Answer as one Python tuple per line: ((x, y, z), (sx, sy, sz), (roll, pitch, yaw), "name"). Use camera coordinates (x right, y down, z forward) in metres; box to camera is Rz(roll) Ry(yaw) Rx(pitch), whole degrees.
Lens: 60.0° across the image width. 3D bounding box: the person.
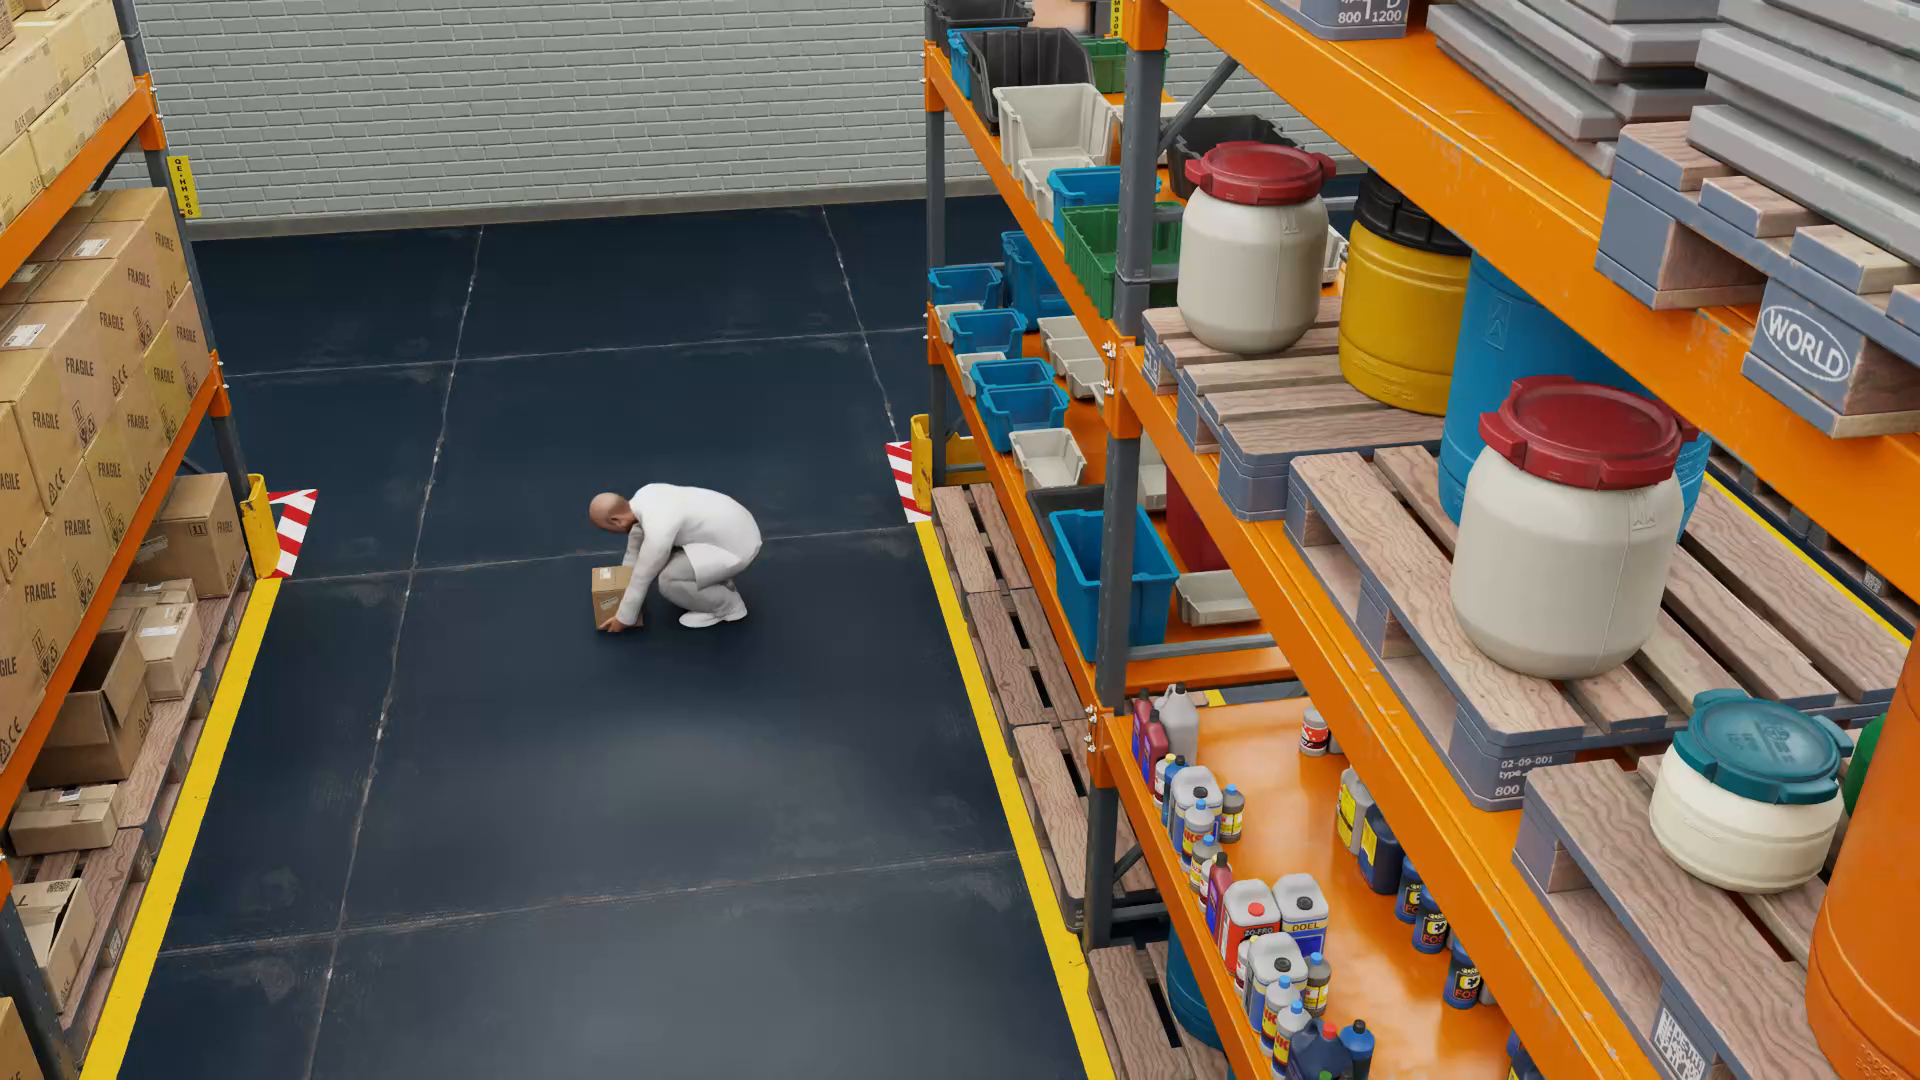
((-1.537, 0.093, 9.076), (0.917, 0.874, 0.580), (-6, 31, -9), "person")
